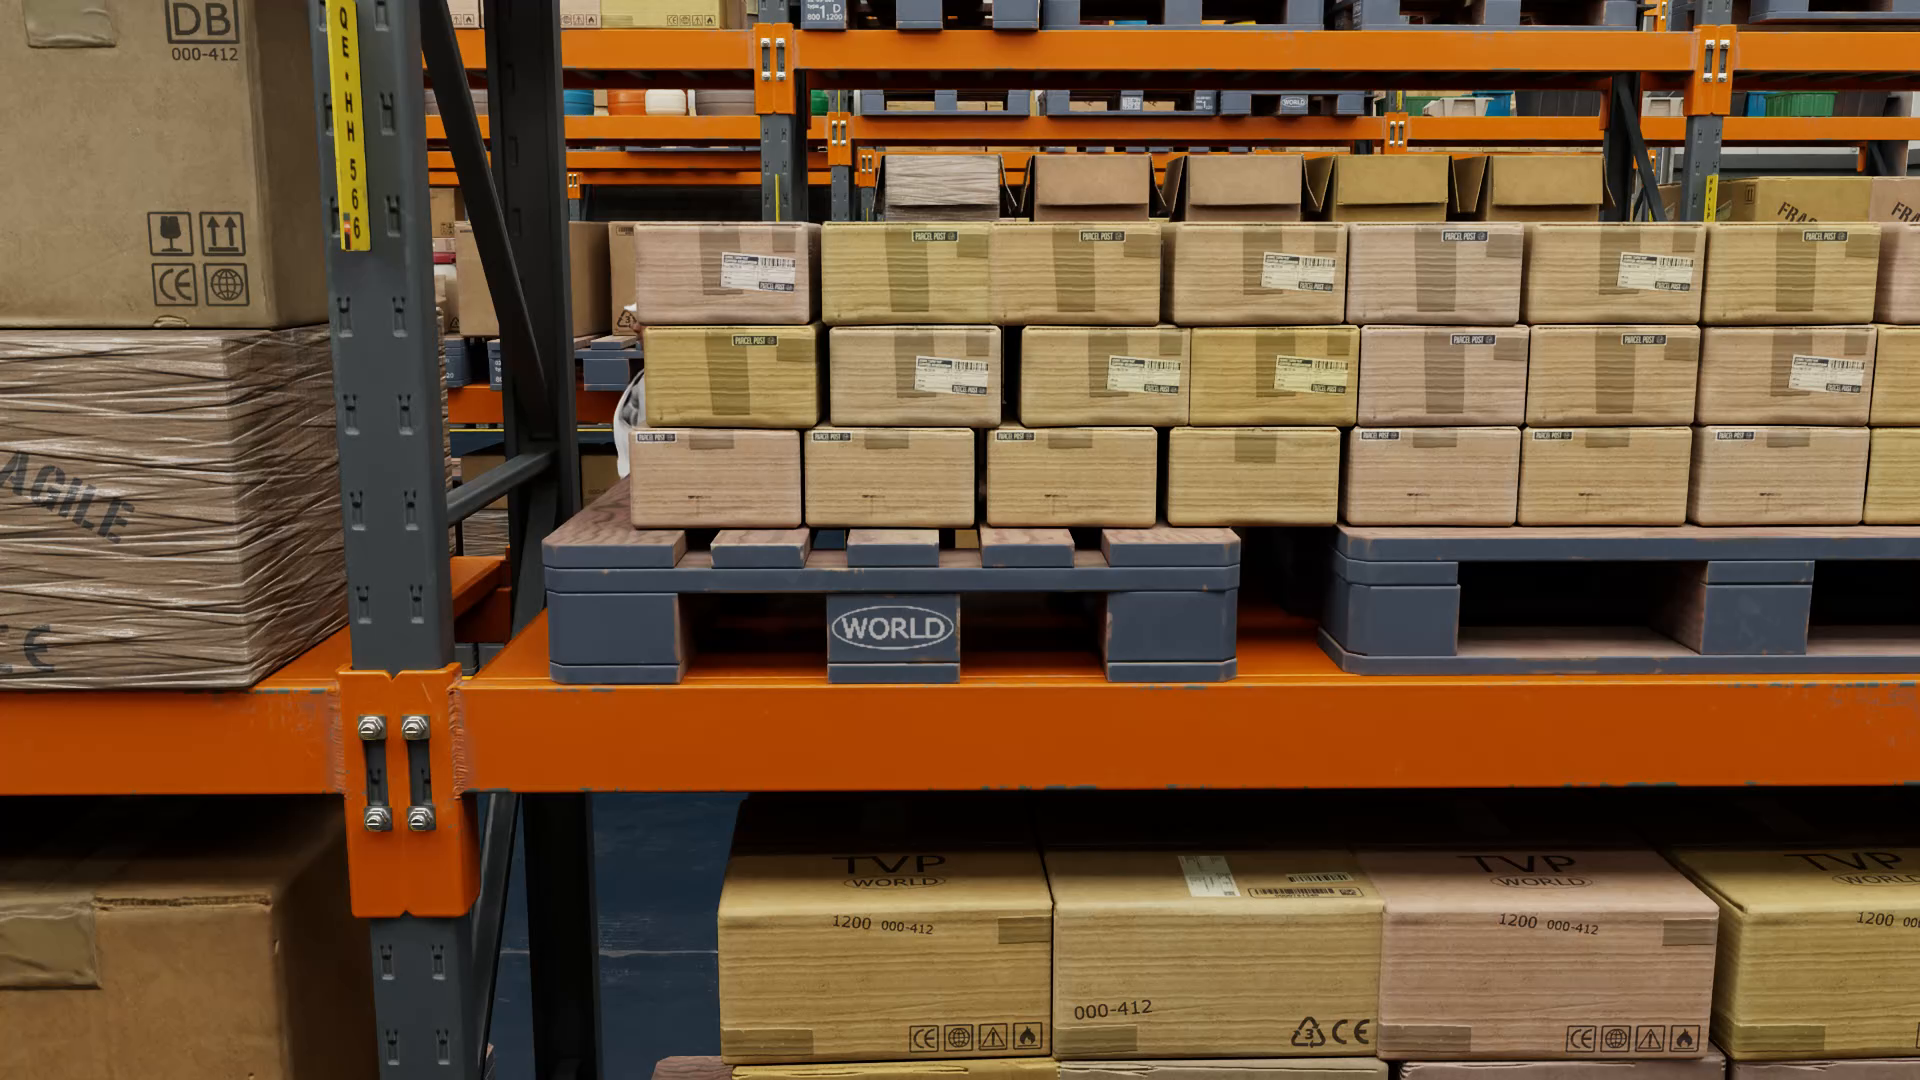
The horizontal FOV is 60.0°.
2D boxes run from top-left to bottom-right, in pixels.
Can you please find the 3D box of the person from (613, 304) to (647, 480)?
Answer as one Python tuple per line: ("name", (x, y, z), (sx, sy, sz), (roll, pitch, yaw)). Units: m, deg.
("person", (-1.131, -0.095, 6.379), (0.369, 1.783, 0.550), (2, 10, 10))
